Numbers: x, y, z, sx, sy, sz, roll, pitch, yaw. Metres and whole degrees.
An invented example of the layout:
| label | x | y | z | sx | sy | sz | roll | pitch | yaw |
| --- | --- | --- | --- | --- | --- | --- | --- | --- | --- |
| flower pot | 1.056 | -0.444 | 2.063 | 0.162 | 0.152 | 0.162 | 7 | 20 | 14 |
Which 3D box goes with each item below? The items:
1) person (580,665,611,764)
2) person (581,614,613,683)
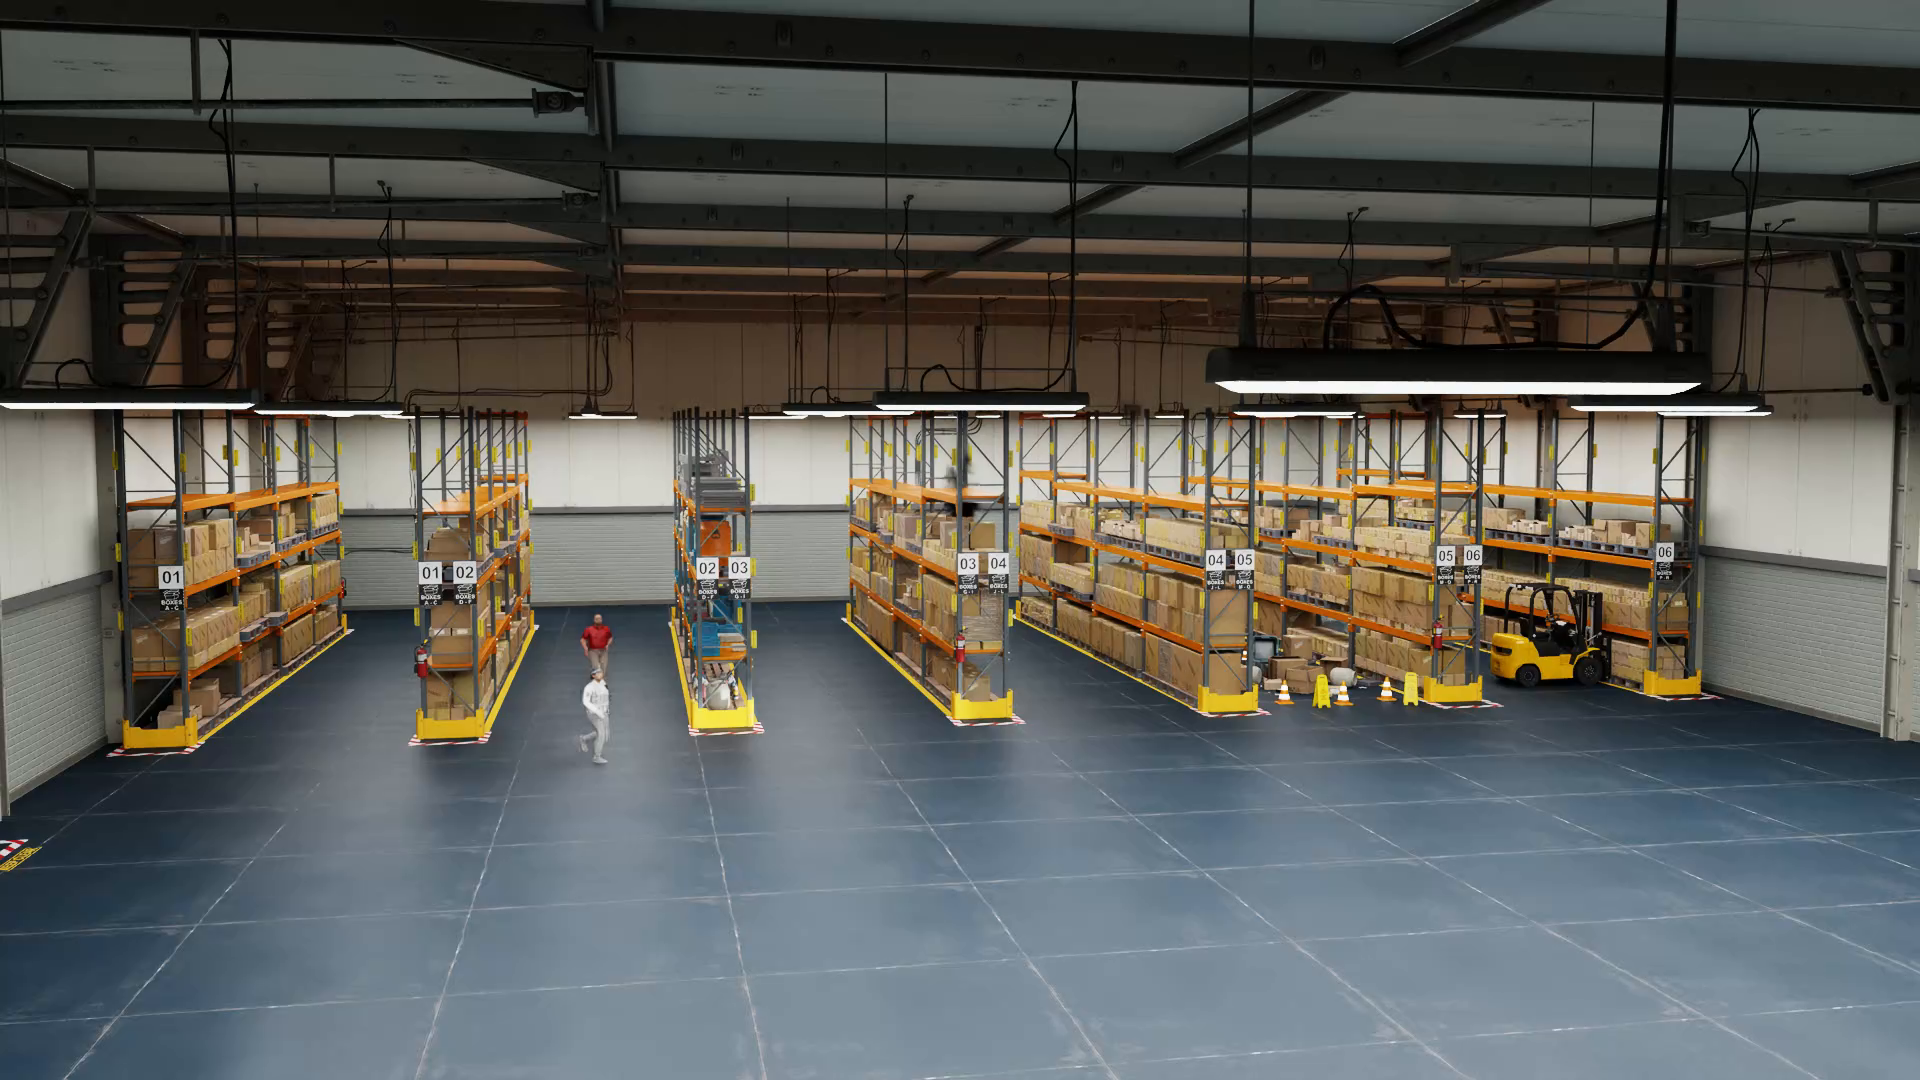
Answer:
| label | x | y | z | sx | sy | sz | roll | pitch | yaw |
| --- | --- | --- | --- | --- | --- | --- | --- | --- | --- |
| person | -6.147 | 2.911 | 27.957 | 0.617 | 1.669 | 0.631 | 2 | 4 | 24 |
| person | -7.607 | 2.398 | 35.000 | 0.664 | 1.669 | 0.544 | -2 | 4 | -25 |
